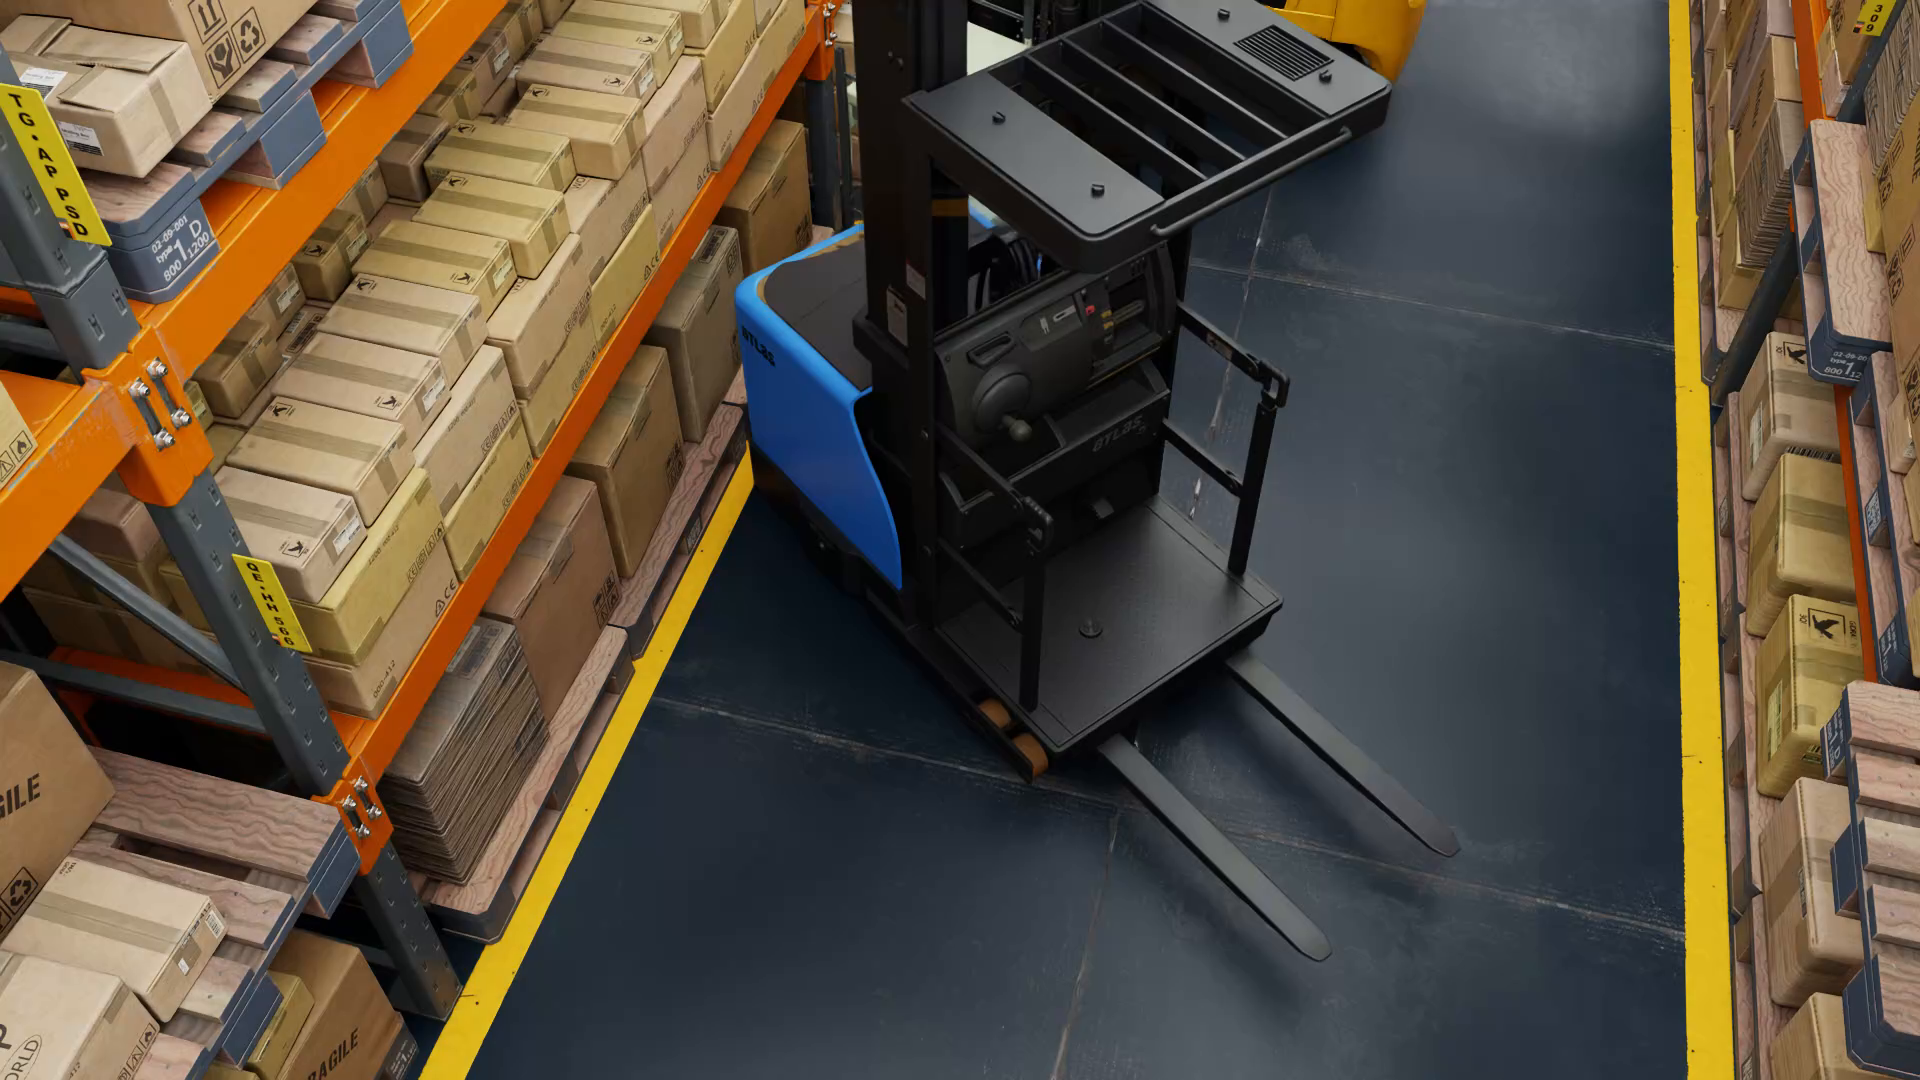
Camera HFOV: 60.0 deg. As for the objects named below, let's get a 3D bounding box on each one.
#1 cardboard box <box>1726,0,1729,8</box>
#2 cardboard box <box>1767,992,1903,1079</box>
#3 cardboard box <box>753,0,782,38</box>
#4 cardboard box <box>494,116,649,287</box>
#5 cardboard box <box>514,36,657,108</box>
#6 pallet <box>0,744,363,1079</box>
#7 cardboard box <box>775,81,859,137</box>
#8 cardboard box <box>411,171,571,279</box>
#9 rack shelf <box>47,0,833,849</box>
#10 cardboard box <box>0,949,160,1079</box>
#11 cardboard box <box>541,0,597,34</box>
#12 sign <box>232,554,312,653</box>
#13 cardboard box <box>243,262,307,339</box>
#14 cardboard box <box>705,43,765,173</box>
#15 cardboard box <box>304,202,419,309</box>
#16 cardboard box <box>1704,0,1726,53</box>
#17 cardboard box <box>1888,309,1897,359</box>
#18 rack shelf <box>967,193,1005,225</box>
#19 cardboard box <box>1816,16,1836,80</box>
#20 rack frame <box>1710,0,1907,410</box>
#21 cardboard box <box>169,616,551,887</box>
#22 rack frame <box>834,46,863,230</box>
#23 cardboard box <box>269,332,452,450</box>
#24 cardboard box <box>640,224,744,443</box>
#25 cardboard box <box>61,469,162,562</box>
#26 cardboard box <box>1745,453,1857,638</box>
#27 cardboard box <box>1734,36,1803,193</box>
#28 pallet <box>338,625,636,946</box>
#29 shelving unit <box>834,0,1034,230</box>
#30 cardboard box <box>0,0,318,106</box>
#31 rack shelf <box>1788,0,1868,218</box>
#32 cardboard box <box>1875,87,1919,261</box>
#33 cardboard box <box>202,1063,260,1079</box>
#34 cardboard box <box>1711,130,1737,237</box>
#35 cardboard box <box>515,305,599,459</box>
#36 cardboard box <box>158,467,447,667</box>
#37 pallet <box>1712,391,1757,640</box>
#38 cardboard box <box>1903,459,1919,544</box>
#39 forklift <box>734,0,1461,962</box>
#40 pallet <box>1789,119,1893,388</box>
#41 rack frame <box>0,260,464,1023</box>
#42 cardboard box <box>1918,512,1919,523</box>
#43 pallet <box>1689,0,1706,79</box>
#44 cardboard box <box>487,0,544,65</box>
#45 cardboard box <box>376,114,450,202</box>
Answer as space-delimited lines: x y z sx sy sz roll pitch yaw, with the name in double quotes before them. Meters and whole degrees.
"cardboard box" 4.172 -2.956 8.331 0.500 0.500 0.500 10 49 9
"cardboard box" 2.843 1.706 4.635 0.950 0.372 0.625 9 49 7
"cardboard box" -0.935 -2.198 6.375 0.500 0.250 0.500 11 49 9
"cardboard box" -1.355 -1.095 5.401 0.500 0.250 0.500 12 50 11
"cardboard box" -1.236 -1.515 5.506 0.380 0.149 0.250 12 50 10
"pallet" -2.216 0.973 3.938 1.213 0.211 1.003 12 50 10
"cardboard box" -0.627 -2.172 7.805 0.500 0.250 0.500 11 50 10
"cardboard box" -1.408 -0.951 5.008 0.380 0.149 0.250 13 50 11
"rack shelf" -1.579 -0.803 5.857 1.077 0.370 4.000 12 50 10
"cardboard box" -2.071 1.143 3.479 0.500 0.250 0.500 9 49 8
"cardboard box" -1.576 -1.926 6.134 0.500 0.250 0.500 11 50 10
"sign" -1.579 0.149 3.818 0.100 0.325 0.005 12 50 10
"cardboard box" -2.130 -0.696 4.783 0.380 0.149 0.250 11 49 9
"cardboard box" -1.060 -1.658 6.231 0.500 0.250 0.500 11 50 10
"cardboard box" -1.988 -0.822 5.161 0.500 0.250 0.500 11 50 10
"cardboard box" 4.169 -2.737 8.638 0.500 0.250 0.500 13 50 11
"cardboard box" 3.104 -0.653 5.132 0.380 0.149 0.250 12 50 11
"rack shelf" -0.093 -1.292 7.243 0.431 0.370 0.720 29 55 23
"cardboard box" 3.587 -1.903 6.515 0.380 0.149 0.250 13 50 11
"rack frame" 3.737 -1.511 6.002 1.000 3.000 0.127 12 50 10
"cardboard box" -1.928 0.604 5.439 0.875 0.625 0.625 13 50 11
"rack frame" -0.312 -1.288 6.805 0.400 1.500 0.023 29 55 23
"cardboard box" -1.625 -0.399 4.521 0.380 0.149 0.250 13 50 11
"cardboard box" -1.391 -0.902 6.768 0.875 0.625 0.625 11 50 10
"cardboard box" -2.215 -0.118 4.273 0.380 0.149 0.250 13 50 11
"cardboard box" 3.415 0.120 6.035 0.950 0.372 0.625 14 50 12
"cardboard box" 3.766 -1.838 7.344 0.500 0.500 0.500 12 50 11
"pallet" -1.851 0.740 5.875 1.003 0.211 1.213 12 50 10
"shelving unit" -0.093 -1.507 6.999 0.431 1.500 0.755 29 55 23
"cardboard box" -1.680 -1.268 3.374 0.500 0.500 0.500 12 50 10
"rack shelf" 4.263 -2.720 7.548 1.077 0.370 4.000 12 50 10
"cardboard box" 3.206 -1.137 5.126 0.500 0.500 0.500 12 50 10
"cardboard box" -2.033 1.490 4.308 0.380 0.149 0.250 9 49 8
"cardboard box" 3.764 -1.608 7.641 0.500 0.250 0.500 10 49 9
"cardboard box" -1.487 -0.555 5.258 0.500 0.250 0.500 10 49 9
"cardboard box" -1.729 0.022 4.416 0.500 0.250 0.500 12 50 10
"pallet" 3.534 -0.025 6.550 1.003 0.211 1.213 12 50 10
"cardboard box" 2.875 -0.094 4.638 0.380 0.149 0.250 10 49 9
"forklift" 0.457 -0.548 5.197 1.130 2.935 3.031 -30 55 -24
"pallet" 3.396 -0.924 5.611 1.003 0.211 1.213 12 50 10
"rack frame" -2.105 0.405 4.311 1.000 3.000 0.127 12 50 10
"cardboard box" 2.793 -0.014 4.135 0.500 0.500 0.500 9 49 7
"pallet" 4.522 -2.846 9.040 1.003 0.211 1.213 12 50 10
"cardboard box" -1.677 -1.796 5.754 0.380 0.149 0.250 12 50 10
"cardboard box" -1.830 -1.232 5.256 0.380 0.149 0.250 13 50 11
